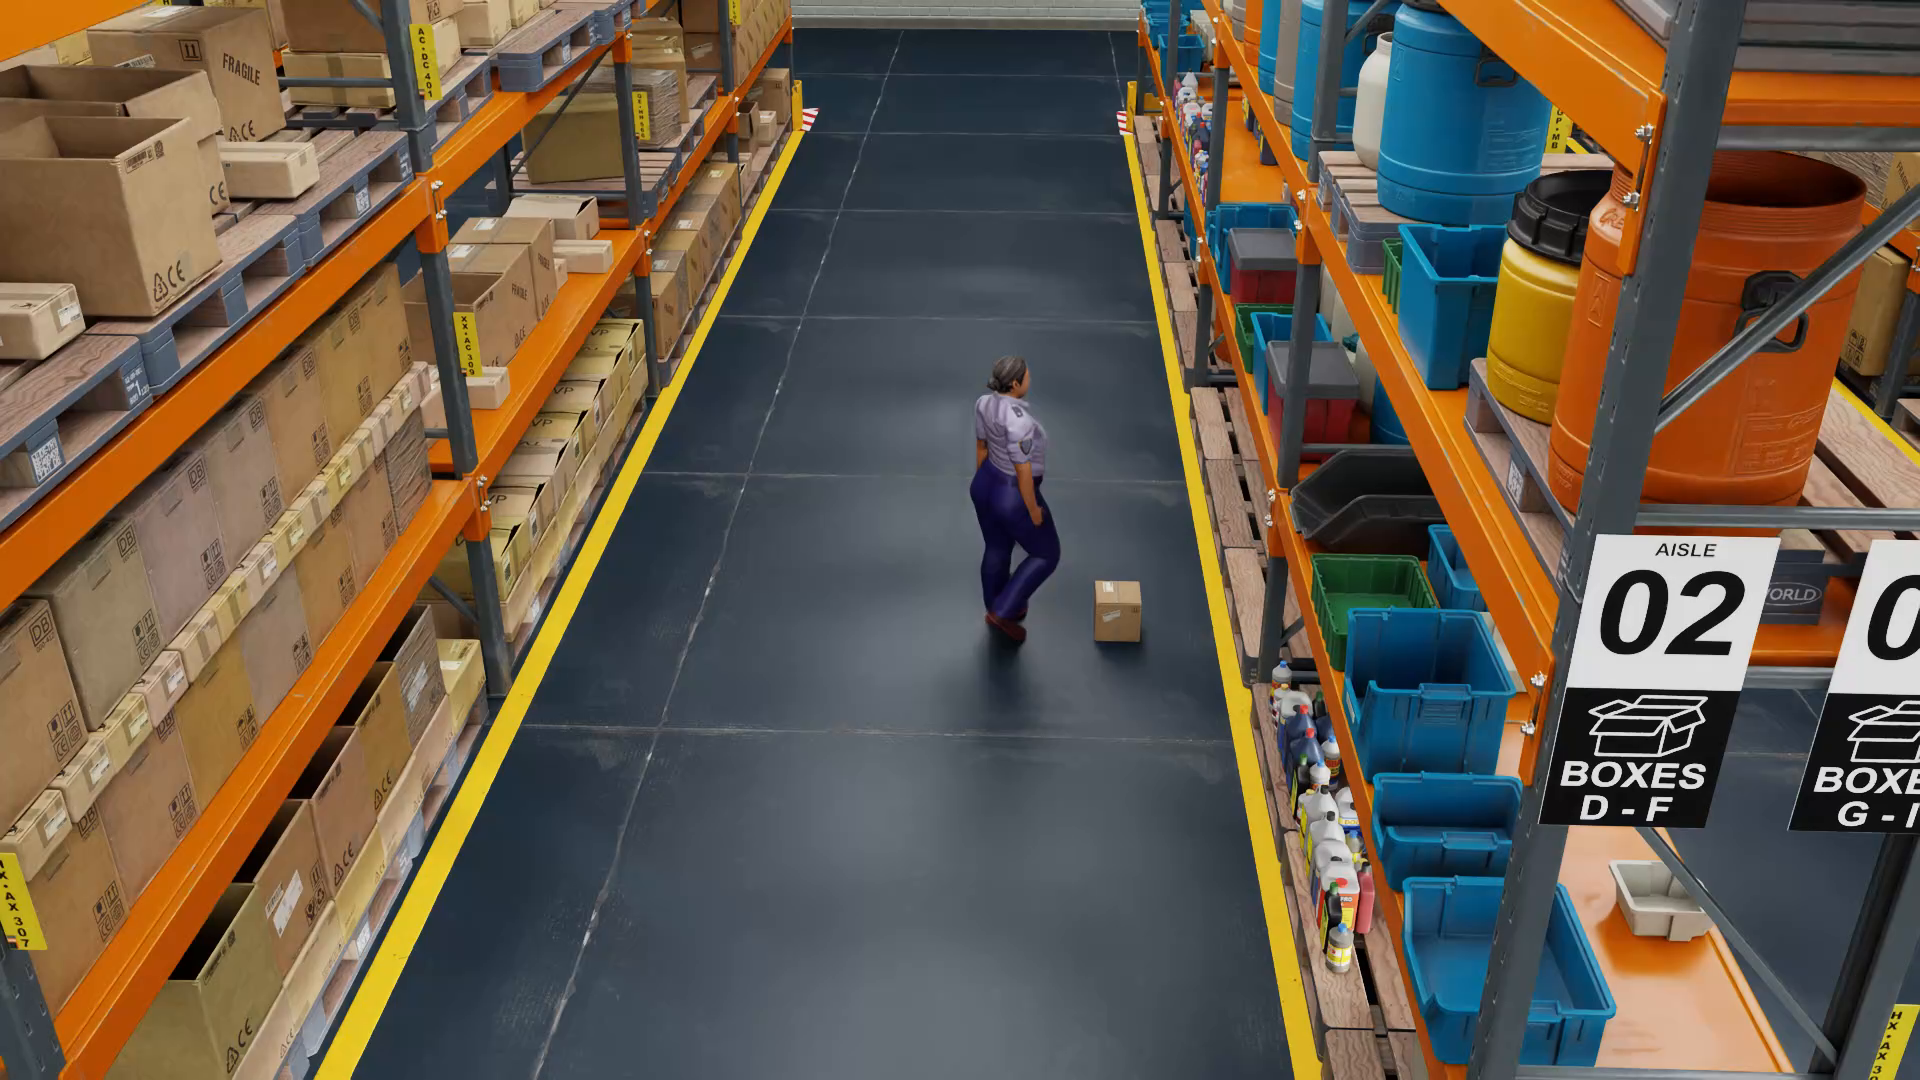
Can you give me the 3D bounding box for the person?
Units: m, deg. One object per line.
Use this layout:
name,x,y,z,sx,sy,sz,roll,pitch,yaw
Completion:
person,0.261,-0.239,9.058,0.444,1.647,0.492,-17,32,-28
